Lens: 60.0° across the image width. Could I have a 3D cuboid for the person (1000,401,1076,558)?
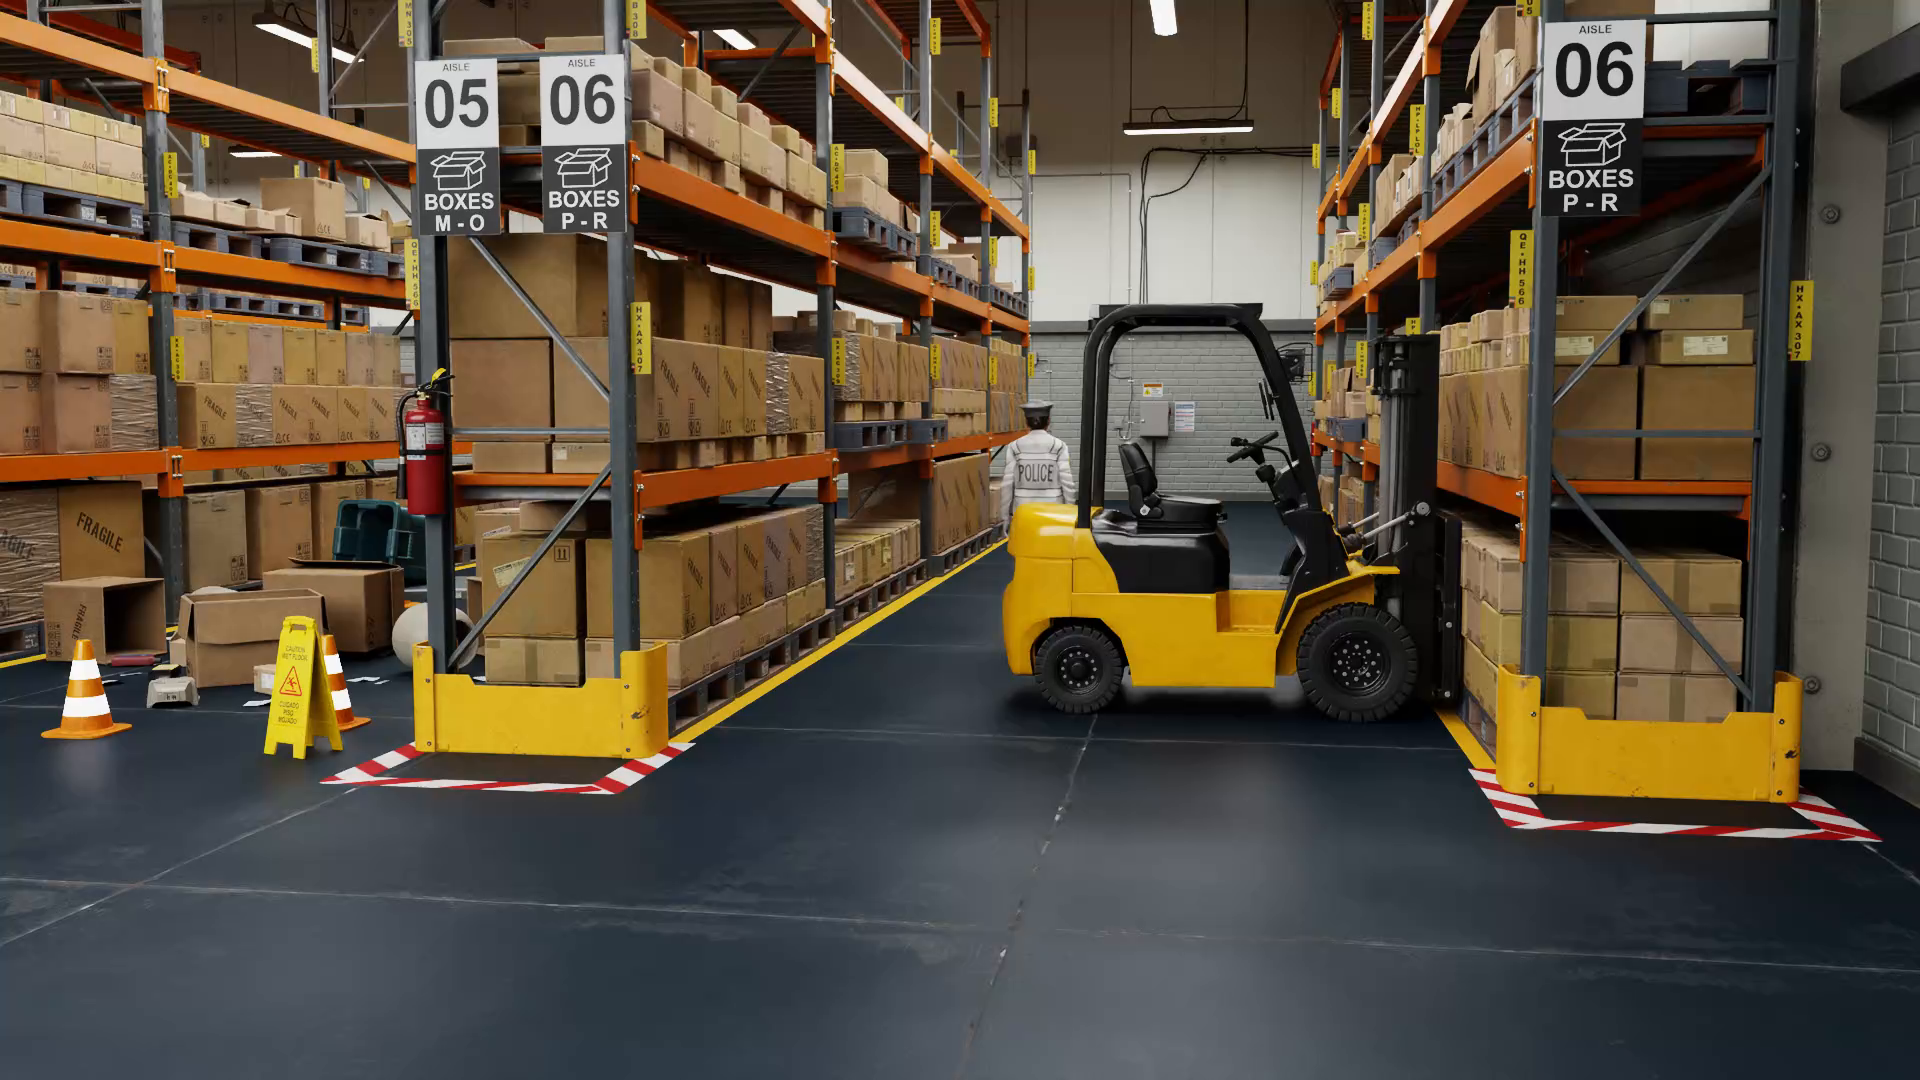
[{"bbox_3d":[0.546,-0.134,11.550,0.529,1.663,0.403,1,5,9],"label":"person"}]
